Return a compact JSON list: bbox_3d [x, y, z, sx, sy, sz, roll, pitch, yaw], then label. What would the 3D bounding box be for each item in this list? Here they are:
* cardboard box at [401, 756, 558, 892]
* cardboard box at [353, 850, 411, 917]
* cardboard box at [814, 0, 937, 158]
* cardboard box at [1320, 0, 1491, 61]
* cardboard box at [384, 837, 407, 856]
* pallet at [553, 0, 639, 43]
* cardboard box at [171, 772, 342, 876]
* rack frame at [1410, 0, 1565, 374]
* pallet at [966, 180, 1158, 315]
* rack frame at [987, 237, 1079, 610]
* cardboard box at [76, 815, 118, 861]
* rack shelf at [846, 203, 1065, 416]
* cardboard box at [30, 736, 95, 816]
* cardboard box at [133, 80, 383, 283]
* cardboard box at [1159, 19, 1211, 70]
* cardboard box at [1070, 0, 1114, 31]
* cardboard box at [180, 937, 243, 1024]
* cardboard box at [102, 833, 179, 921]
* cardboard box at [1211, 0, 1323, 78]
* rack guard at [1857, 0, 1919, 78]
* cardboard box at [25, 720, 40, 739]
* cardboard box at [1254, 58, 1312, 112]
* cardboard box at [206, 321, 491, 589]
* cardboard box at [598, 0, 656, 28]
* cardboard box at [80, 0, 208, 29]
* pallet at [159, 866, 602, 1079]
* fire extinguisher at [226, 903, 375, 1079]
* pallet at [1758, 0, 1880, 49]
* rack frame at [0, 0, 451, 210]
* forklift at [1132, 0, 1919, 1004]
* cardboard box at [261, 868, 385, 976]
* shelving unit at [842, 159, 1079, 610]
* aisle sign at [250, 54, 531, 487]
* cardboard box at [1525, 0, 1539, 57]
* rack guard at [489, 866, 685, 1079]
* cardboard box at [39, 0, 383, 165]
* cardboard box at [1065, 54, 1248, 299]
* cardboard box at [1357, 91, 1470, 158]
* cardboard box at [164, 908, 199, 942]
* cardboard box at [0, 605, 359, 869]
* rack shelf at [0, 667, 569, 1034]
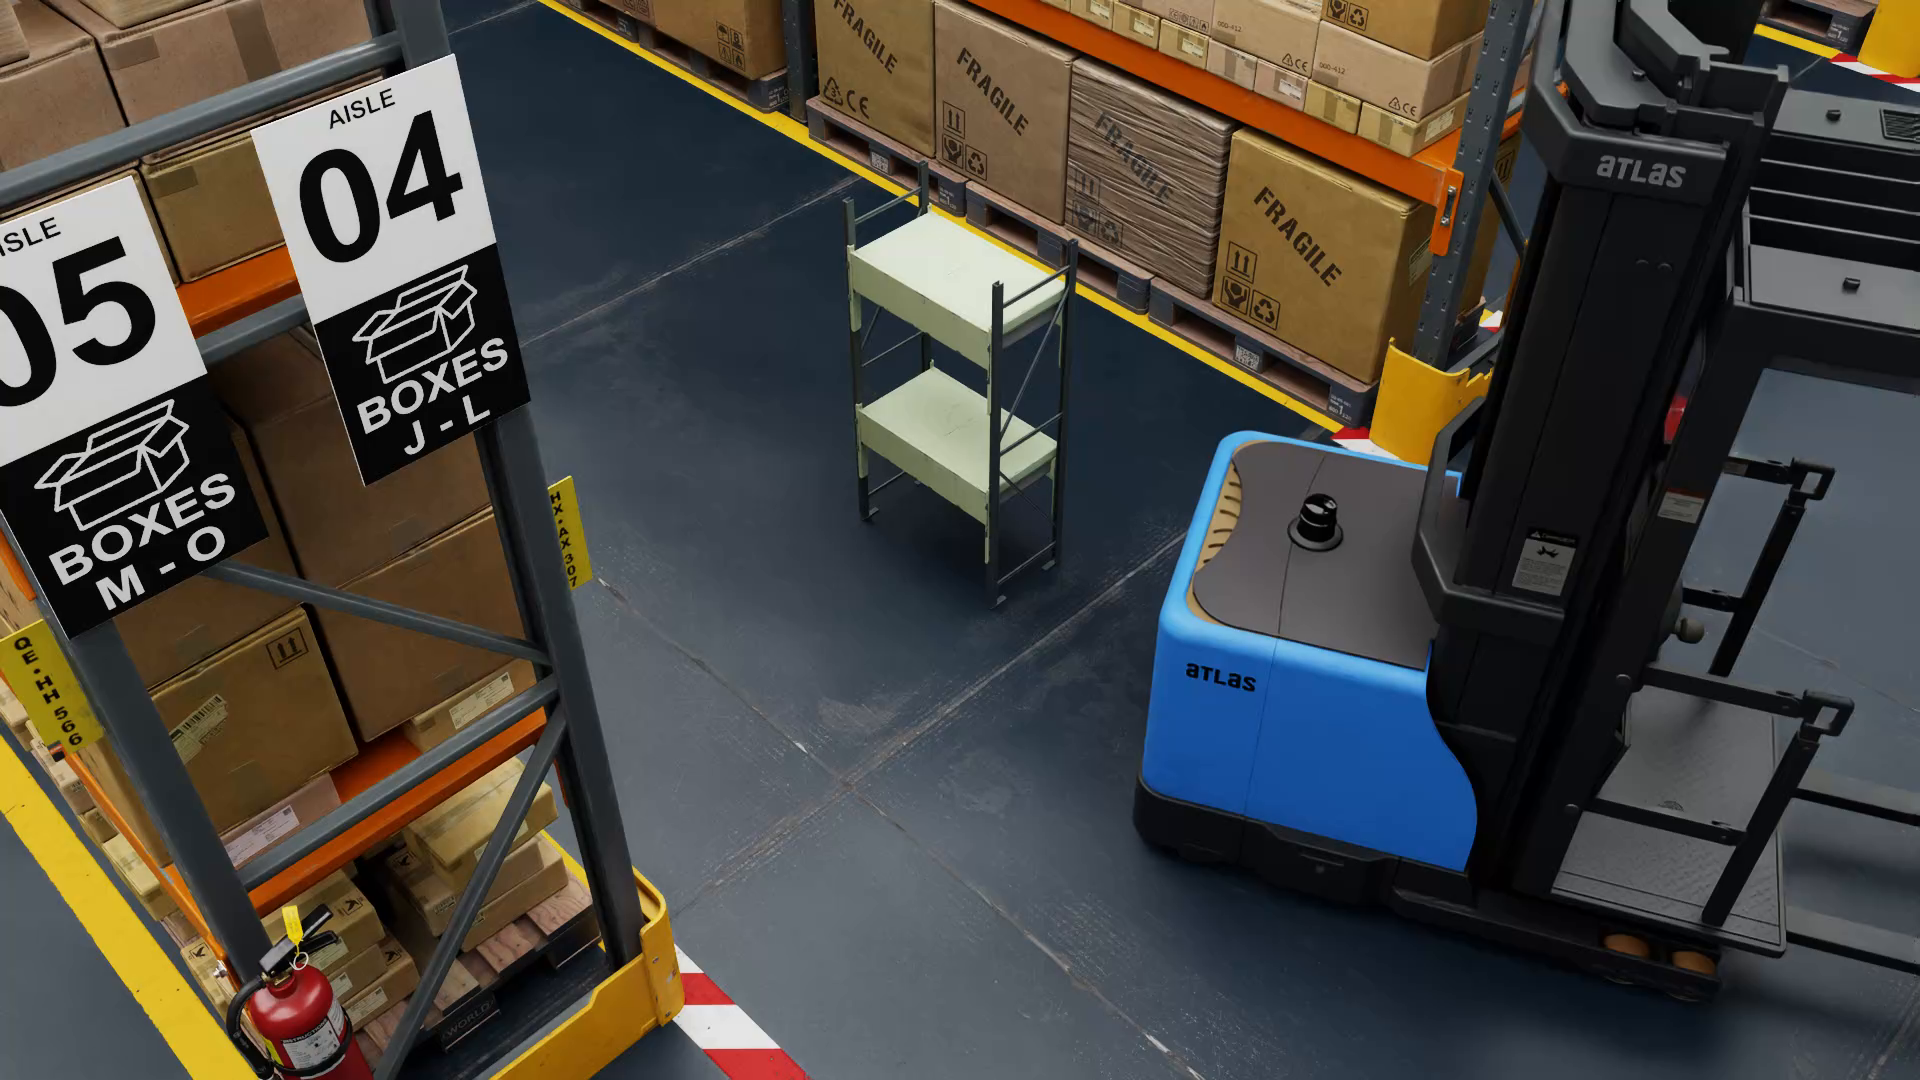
[{"bbox_3d":[-1.442,0.833,4.991,0.250,0.149,0.380,32,51,30],"label":"cardboard box"},{"bbox_3d":[-1.699,0.974,5.276,0.250,0.149,0.380,34,53,31],"label":"cardboard box"},{"bbox_3d":[-0.145,-2.696,8.713,0.875,0.875,0.875,-34,53,-31],"label":"cardboard box"},{"bbox_3d":[1.740,-2.193,6.252,0.500,0.500,0.500,-33,52,-31],"label":"cardboard box"},{"bbox_3d":[-1.655,0.823,5.221,0.250,0.149,0.380,34,52,31],"label":"cardboard box"},{"bbox_3d":[-2.019,-3.574,10.462,1.003,0.211,1.213,-34,53,-31],"label":"pallet"},{"bbox_3d":[-1.743,0.644,4.028,0.380,0.149,0.250,-34,53,-31],"label":"cardboard box"},{"bbox_3d":[2.270,-1.755,6.439,1.000,3.000,0.127,-34,53,-31],"label":"rack frame"},{"bbox_3d":[0.793,-1.664,8.395,1.003,0.211,1.213,-34,53,-31],"label":"pallet"},{"bbox_3d":[0.254,-0.378,6.054,0.400,1.500,0.023,-34,53,-31],"label":"rack frame"},{"bbox_3d":[-2.619,0.865,5.395,0.250,0.149,0.380,32,51,30],"label":"cardboard box"},{"bbox_3d":[-0.005,-0.841,5.980,0.431,0.370,0.720,-34,53,-31],"label":"rack shelf"},{"bbox_3d":[-2.643,0.646,5.194,0.380,0.149,0.250,-32,52,-30],"label":"cardboard box"},{"bbox_3d":[-1.449,-0.811,3.318,0.500,0.250,0.500,-32,52,-30],"label":"cardboard box"},{"bbox_3d":[1.063,-2.166,7.069,0.250,0.149,0.380,33,52,31],"label":"cardboard box"},{"bbox_3d":[0.706,-2.411,7.334,0.380,0.149,0.250,-33,52,-31],"label":"cardboard box"},{"bbox_3d":[-2.086,1.238,4.991,0.380,0.149,0.250,-32,52,-30],"label":"cardboard box"},{"bbox_3d":[-2.276,0.903,4.915,0.250,0.149,0.380,33,52,31],"label":"cardboard box"},{"bbox_3d":[1.382,-2.159,6.768,0.500,0.250,0.500,33,52,31],"label":"cardboard box"},{"bbox_3d":[5.803,-3.206,9.851,1.175,0.500,0.348,-34,53,-31],"label":"rack guard"},{"bbox_3d":[-2.799,0.617,5.445,0.380,0.149,0.250,-31,51,-29],"label":"cardboard box"},{"bbox_3d":[1.423,-1.922,6.805,0.380,0.149,0.250,-34,52,-31],"label":"cardboard box"},{"bbox_3d":[-1.442,-0.283,3.816,0.500,0.500,0.500,34,52,31],"label":"cardboard box"},{"bbox_3d":[-1.652,-3.778,9.885,0.875,0.875,1.225,32,52,30],"label":"cardboard box"},{"bbox_3d":[-1.380,-1.068,2.934,0.250,0.149,0.380,34,52,31],"label":"cardboard box"},{"bbox_3d":[-1.915,1.154,5.346,1.003,0.211,1.213,-34,53,-31],"label":"pallet"},{"bbox_3d":[-1.462,1.081,3.702,0.296,0.674,0.183,-34,53,-31],"label":"fire extinguisher"},{"bbox_3d":[5.222,-3.520,10.404,1.003,0.211,1.213,-34,53,-31],"label":"pallet"},{"bbox_3d":[-1.313,-1.630,1.883,1.000,3.000,0.127,-34,53,-31],"label":"rack frame"},{"bbox_3d":[2.158,-0.046,4.640,3.031,2.935,1.130,13,44,13],"label":"forklift"},{"bbox_3d":[-1.866,1.115,4.686,0.380,0.149,0.250,-33,52,-31],"label":"cardboard box"},{"bbox_3d":[-0.005,-0.554,6.244,0.431,1.500,0.755,-34,53,-31],"label":"shelving unit"},{"bbox_3d":[-1.049,-0.490,3.155,0.394,0.787,0.004,-34,53,-31],"label":"aisle sign"},{"bbox_3d":[2.122,-2.169,6.779,0.500,0.250,0.500,33,52,30],"label":"cardboard box"},{"bbox_3d":[-1.367,1.455,4.807,1.175,0.500,0.348,-34,53,-31],"label":"rack guard"},{"bbox_3d":[-1.446,-0.997,3.151,0.500,0.250,0.500,-33,52,-31],"label":"cardboard box"},{"bbox_3d":[1.119,-1.836,7.782,0.875,0.875,0.875,-34,53,-31],"label":"cardboard box"},{"bbox_3d":[1.786,-1.676,6.539,0.380,0.149,0.250,-33,52,-31],"label":"cardboard box"},{"bbox_3d":[-2.256,0.991,5.039,0.250,0.149,0.380,32,52,30],"label":"cardboard box"},{"bbox_3d":[-1.813,0.335,3.885,0.500,0.500,0.500,-33,52,-31],"label":"cardboard box"},{"bbox_3d":[-2.725,-0.123,5.203,1.077,0.370,4.000,-34,53,-31],"label":"rack shelf"}]
